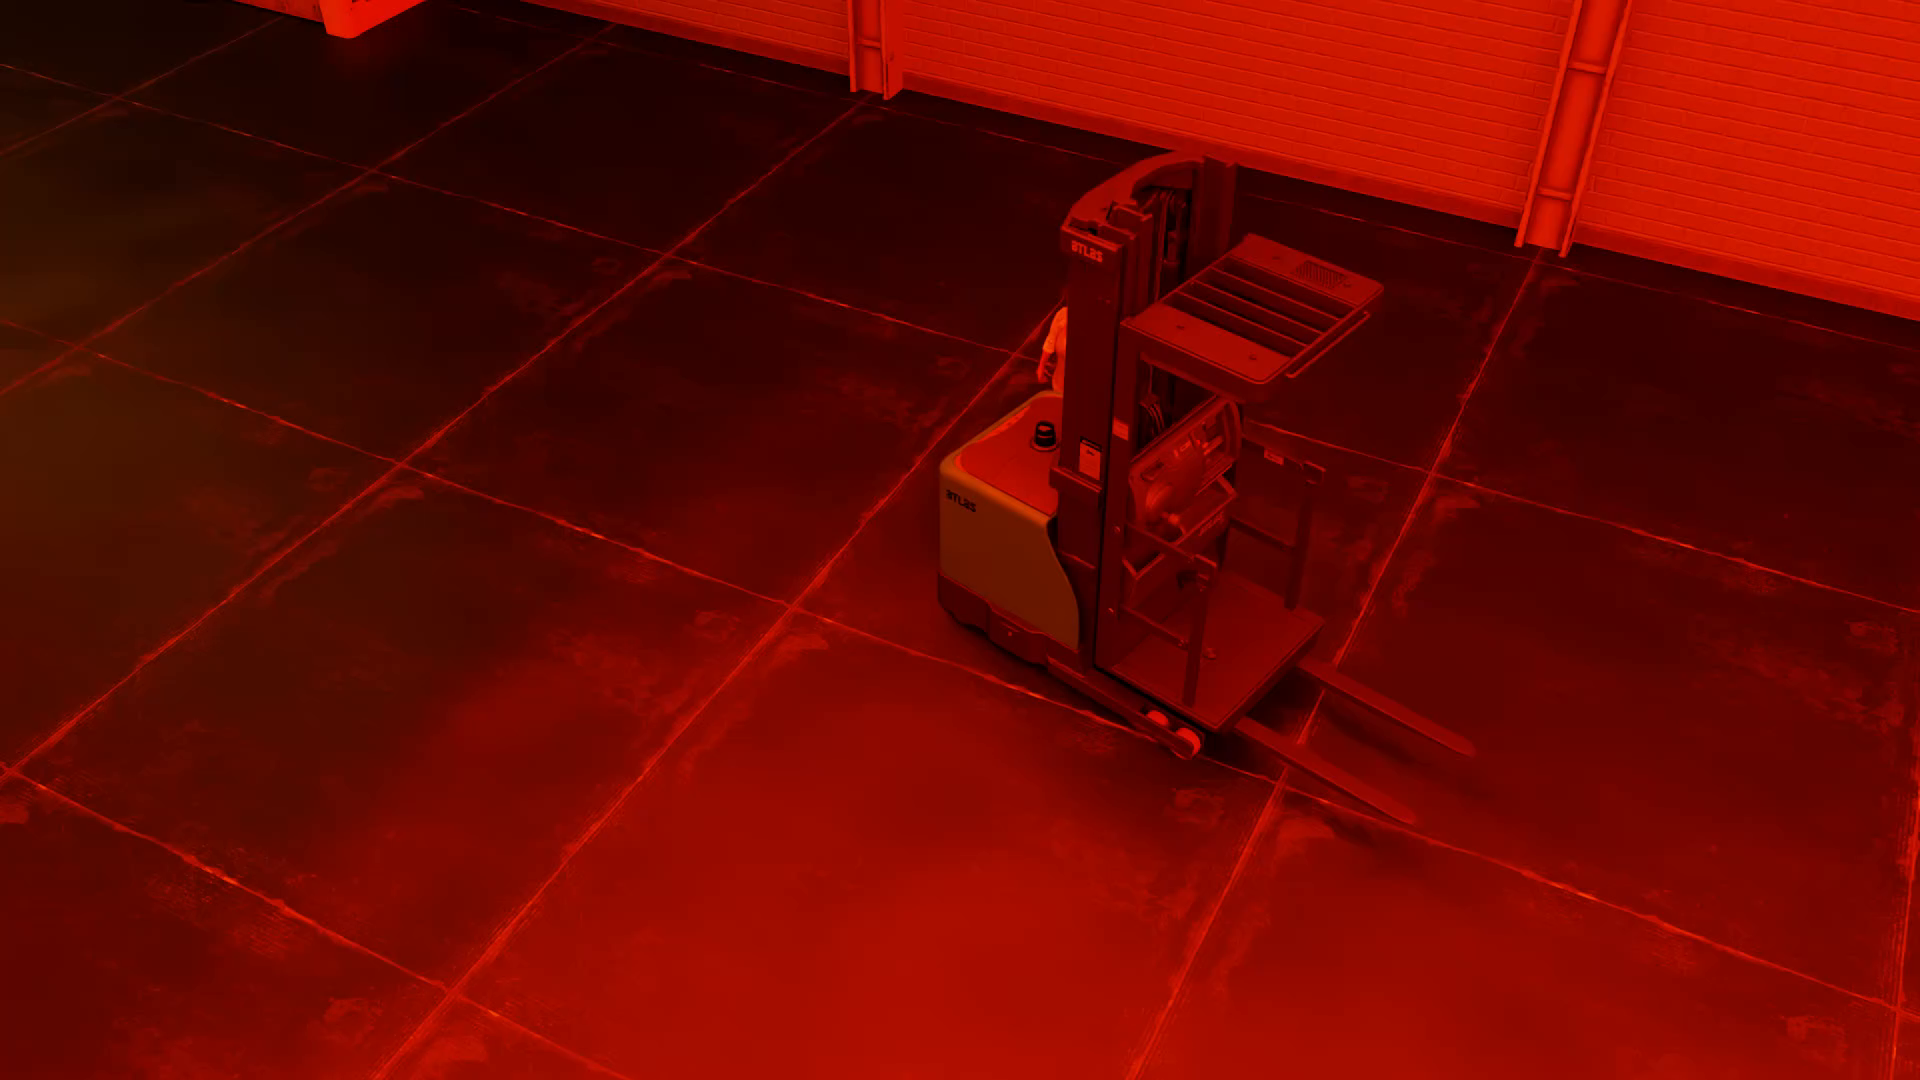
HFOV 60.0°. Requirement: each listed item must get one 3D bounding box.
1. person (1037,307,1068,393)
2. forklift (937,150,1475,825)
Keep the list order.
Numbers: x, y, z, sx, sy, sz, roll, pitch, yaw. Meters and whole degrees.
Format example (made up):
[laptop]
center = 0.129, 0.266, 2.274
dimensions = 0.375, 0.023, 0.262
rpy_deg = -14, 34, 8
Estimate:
[person]
center = 0.759, -0.889, 10.126
dimensions = 0.732, 1.556, 0.388
rpy_deg = 22, 45, 24
[forklift]
center = 1.313, -0.340, 8.390
dimensions = 3.031, 2.935, 1.130
rpy_deg = 29, 48, 30
